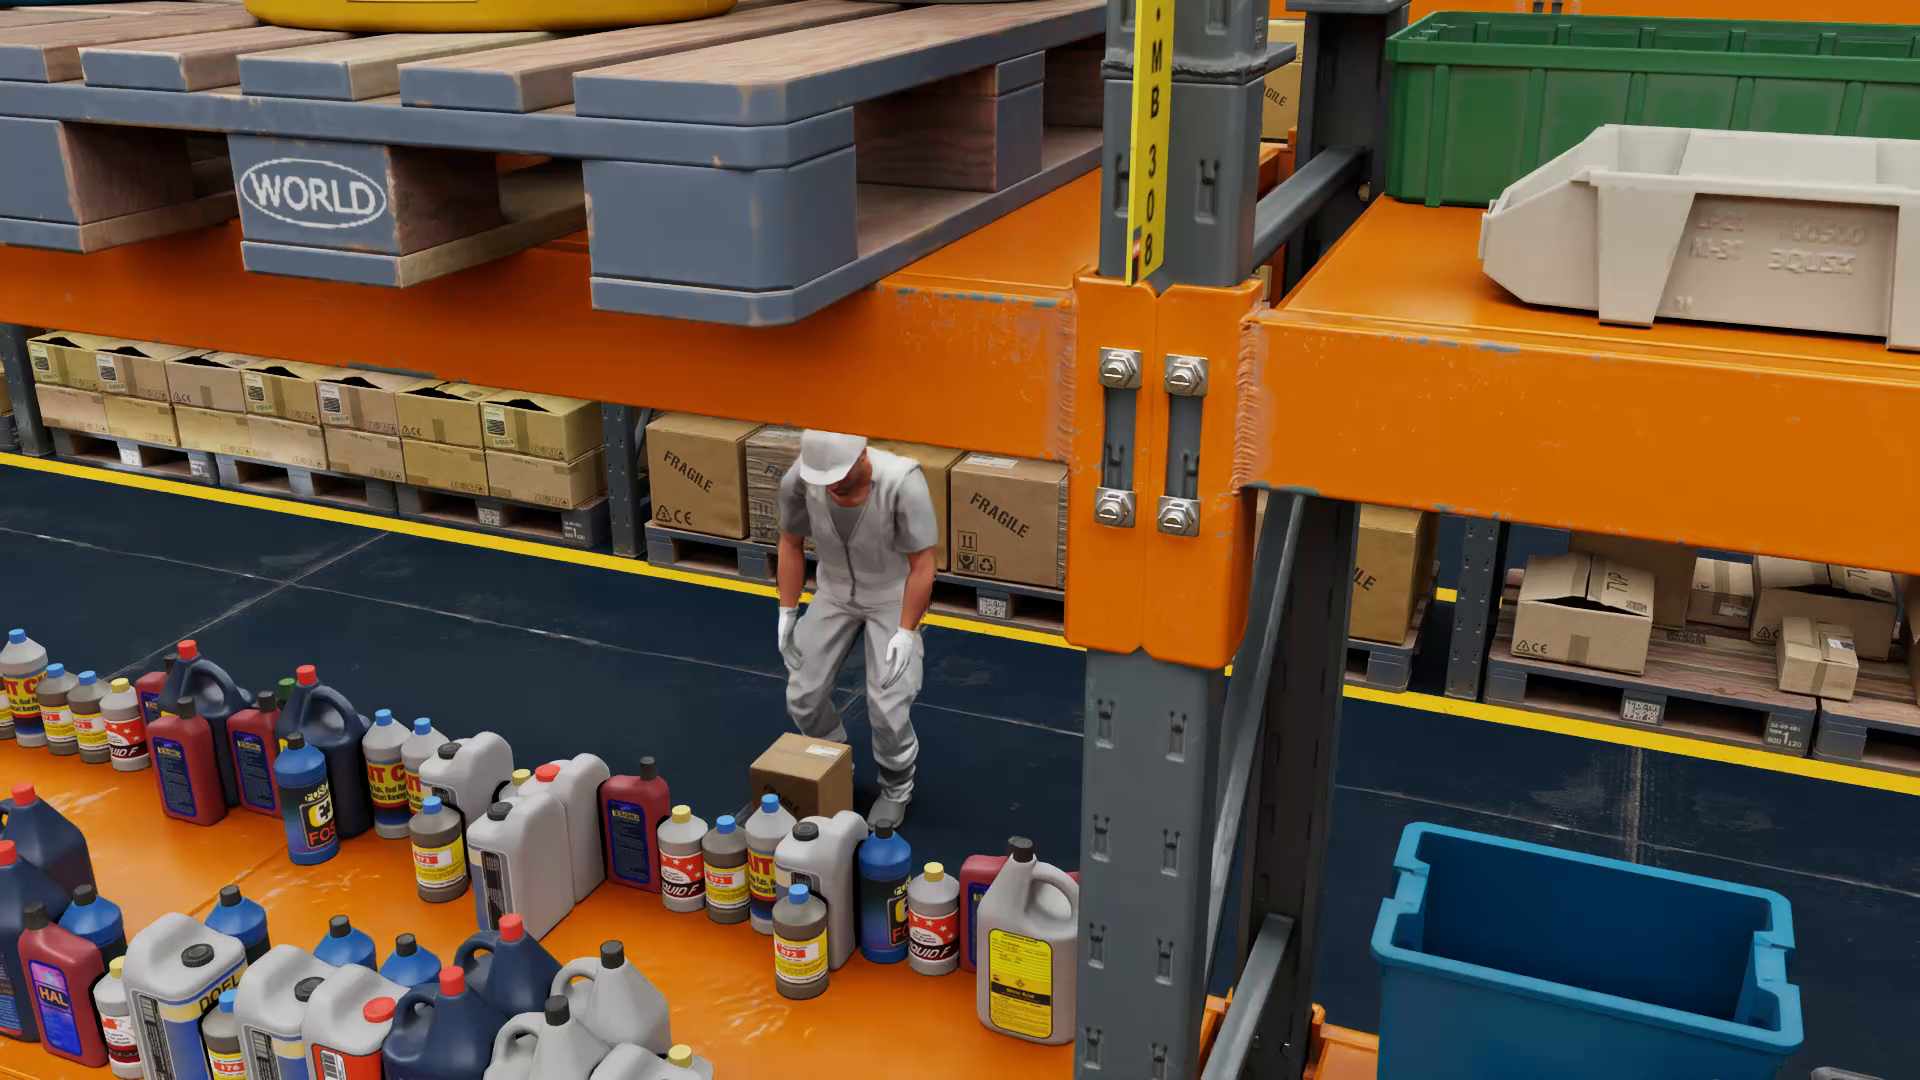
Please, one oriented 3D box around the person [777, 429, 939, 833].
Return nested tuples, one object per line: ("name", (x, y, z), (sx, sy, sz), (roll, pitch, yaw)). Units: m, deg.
("person", (-0.338, 0.256, 5.709), (0.575, 1.580, 0.647), (9, 24, 21))
